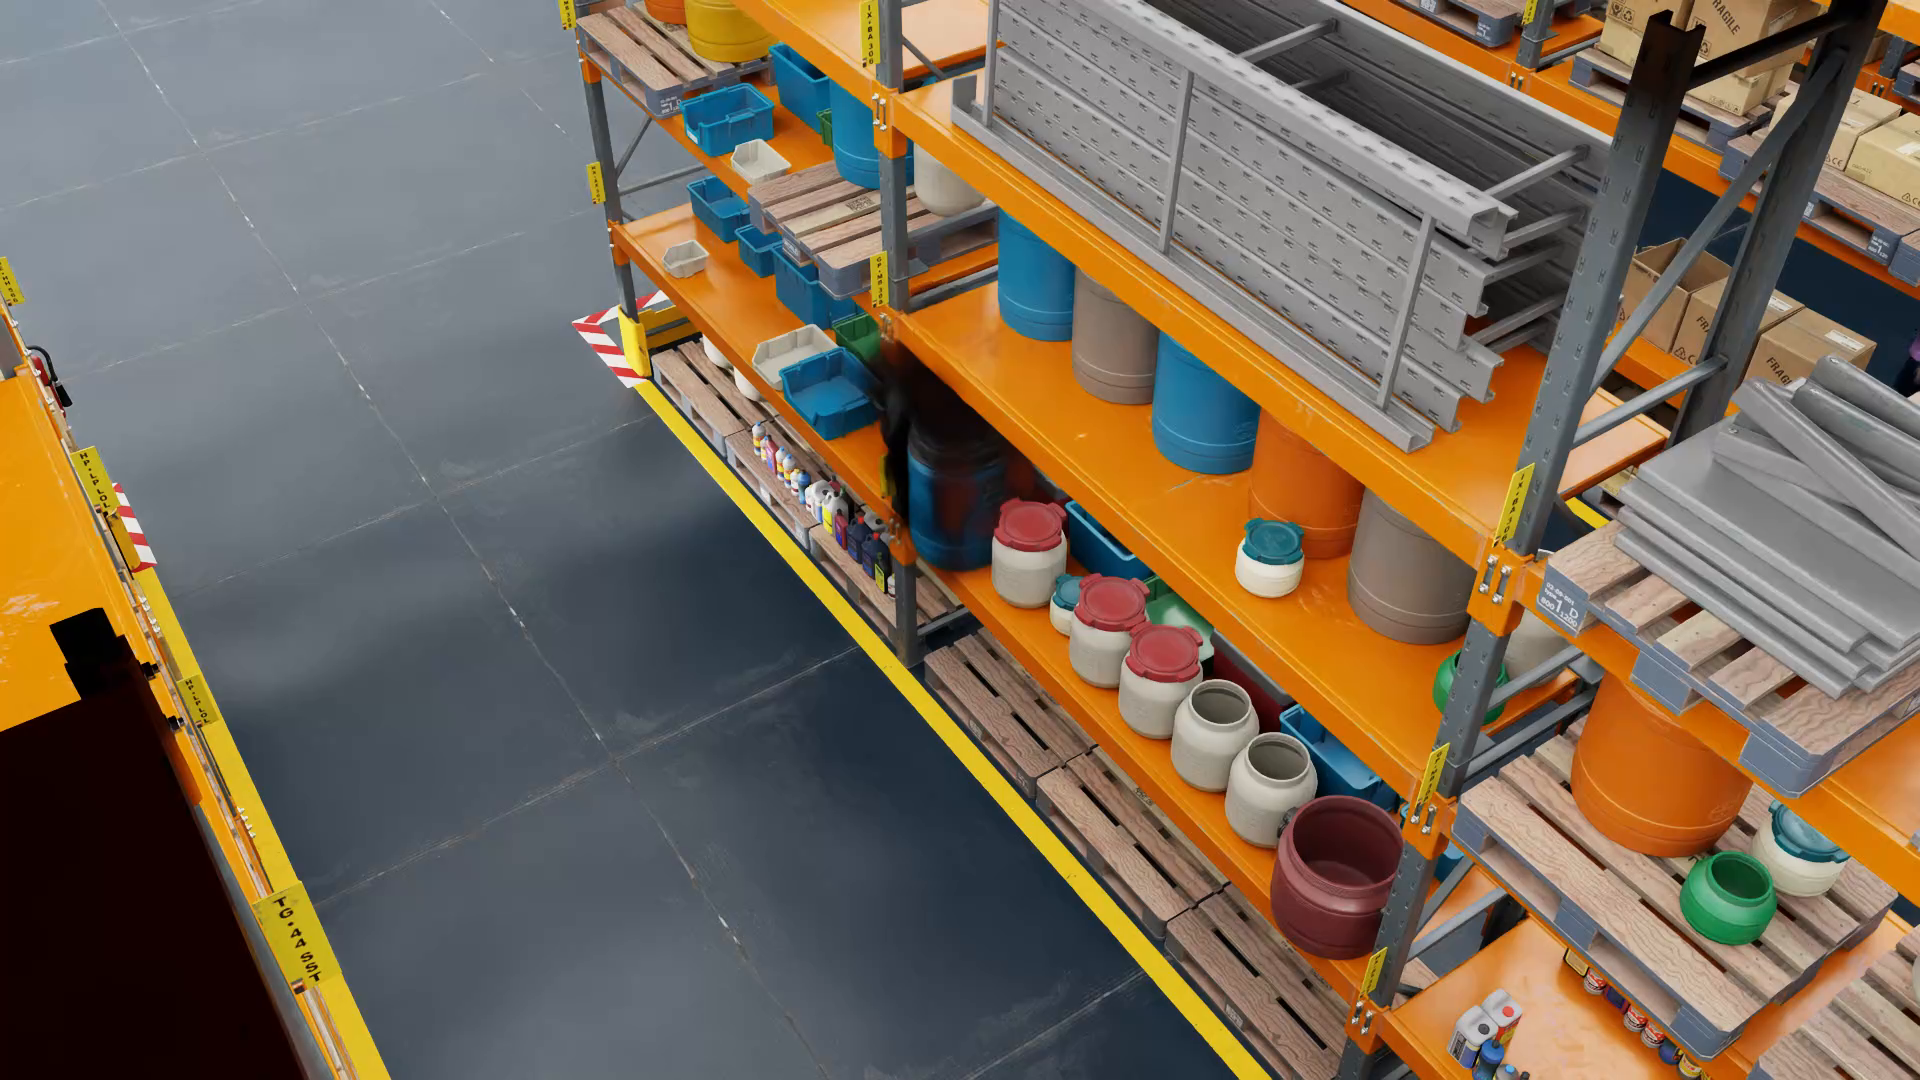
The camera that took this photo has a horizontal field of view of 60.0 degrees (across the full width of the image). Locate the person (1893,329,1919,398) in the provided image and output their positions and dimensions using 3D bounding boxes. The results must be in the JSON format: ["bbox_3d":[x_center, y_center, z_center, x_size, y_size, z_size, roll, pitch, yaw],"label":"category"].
[{"bbox_3d":[7.062,-1.317,12.003,0.446,1.594,0.479,-29,50,-28],"label":"person"}]
